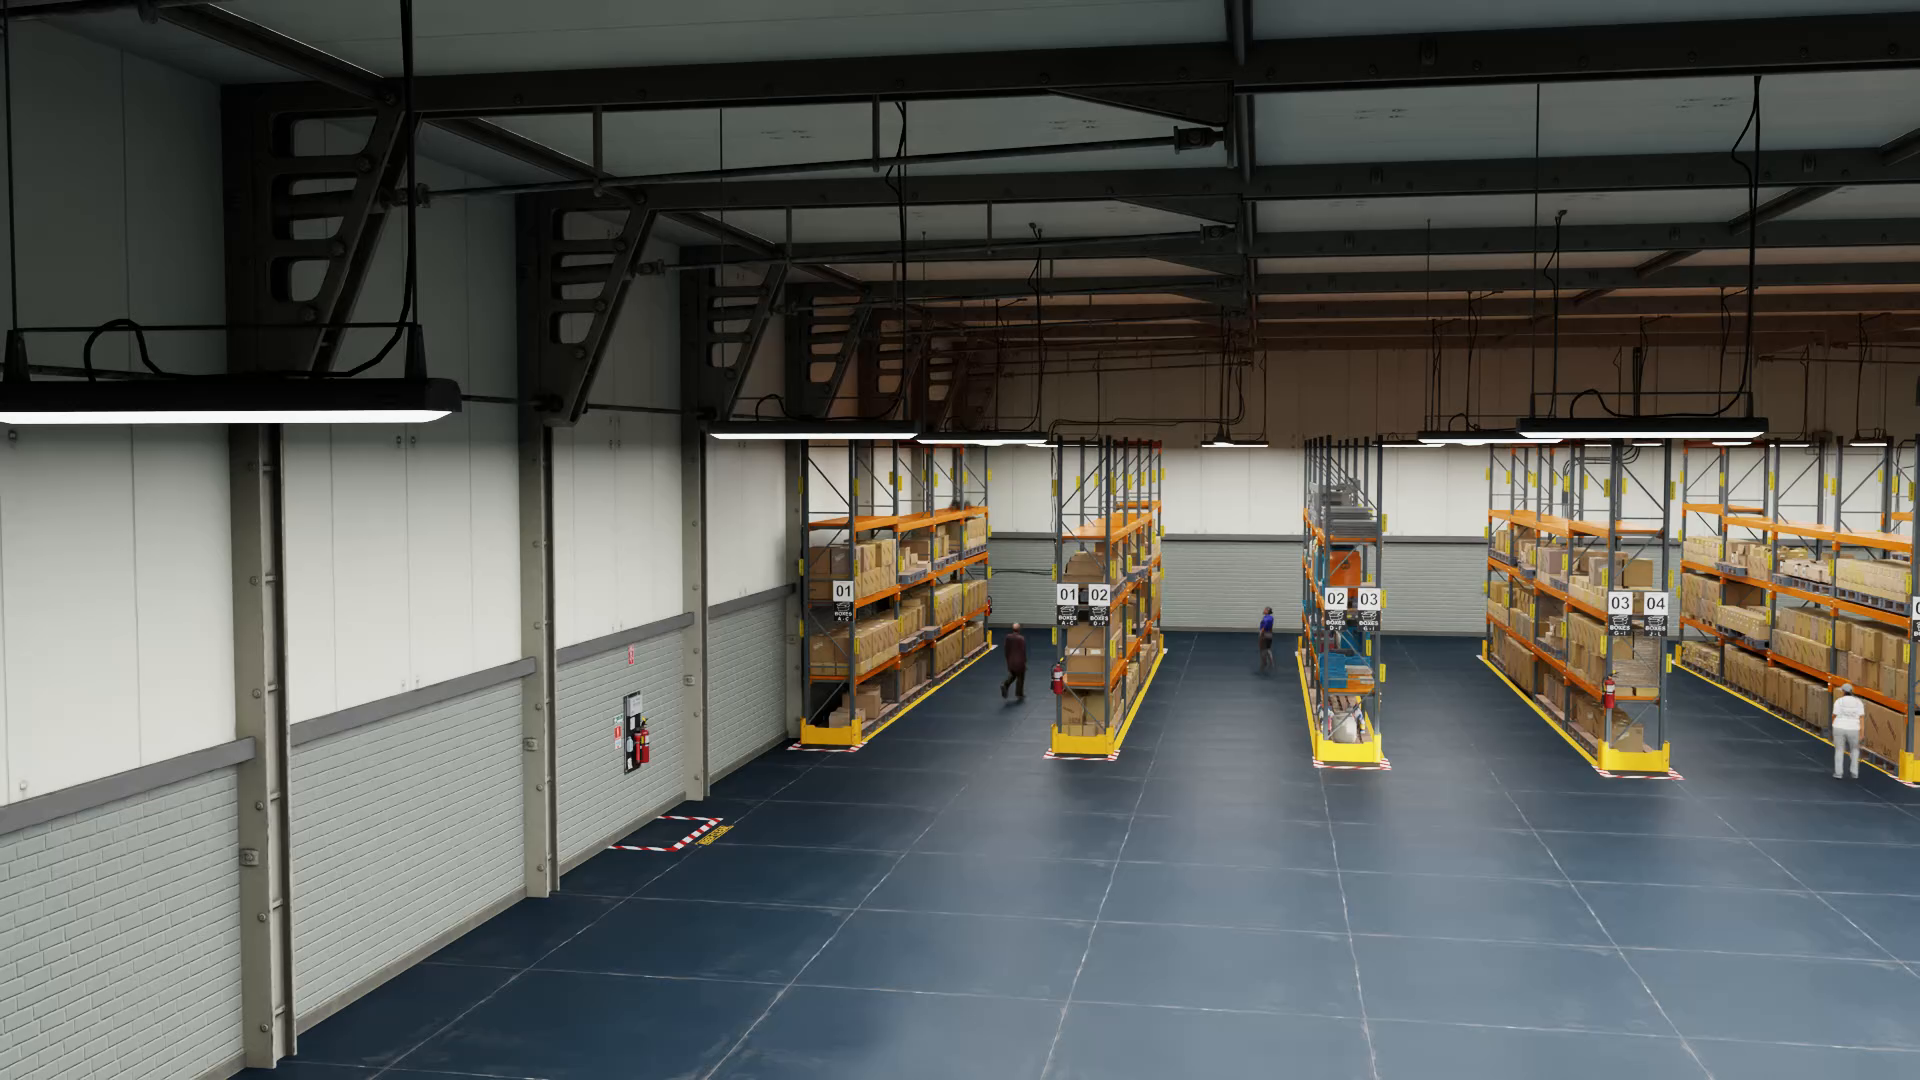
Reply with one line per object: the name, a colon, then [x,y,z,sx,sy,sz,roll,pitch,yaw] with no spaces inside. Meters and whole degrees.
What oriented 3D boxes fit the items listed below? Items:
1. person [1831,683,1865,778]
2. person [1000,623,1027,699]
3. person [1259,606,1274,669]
person: [15.454,3.355,28.953,0.534,1.729,0.634,2,4,37]
person: [1.253,2.770,38.058,0.779,1.761,0.596,-3,4,-44]
person: [7.966,2.546,43.225,0.451,1.645,0.484,-2,3,-26]
